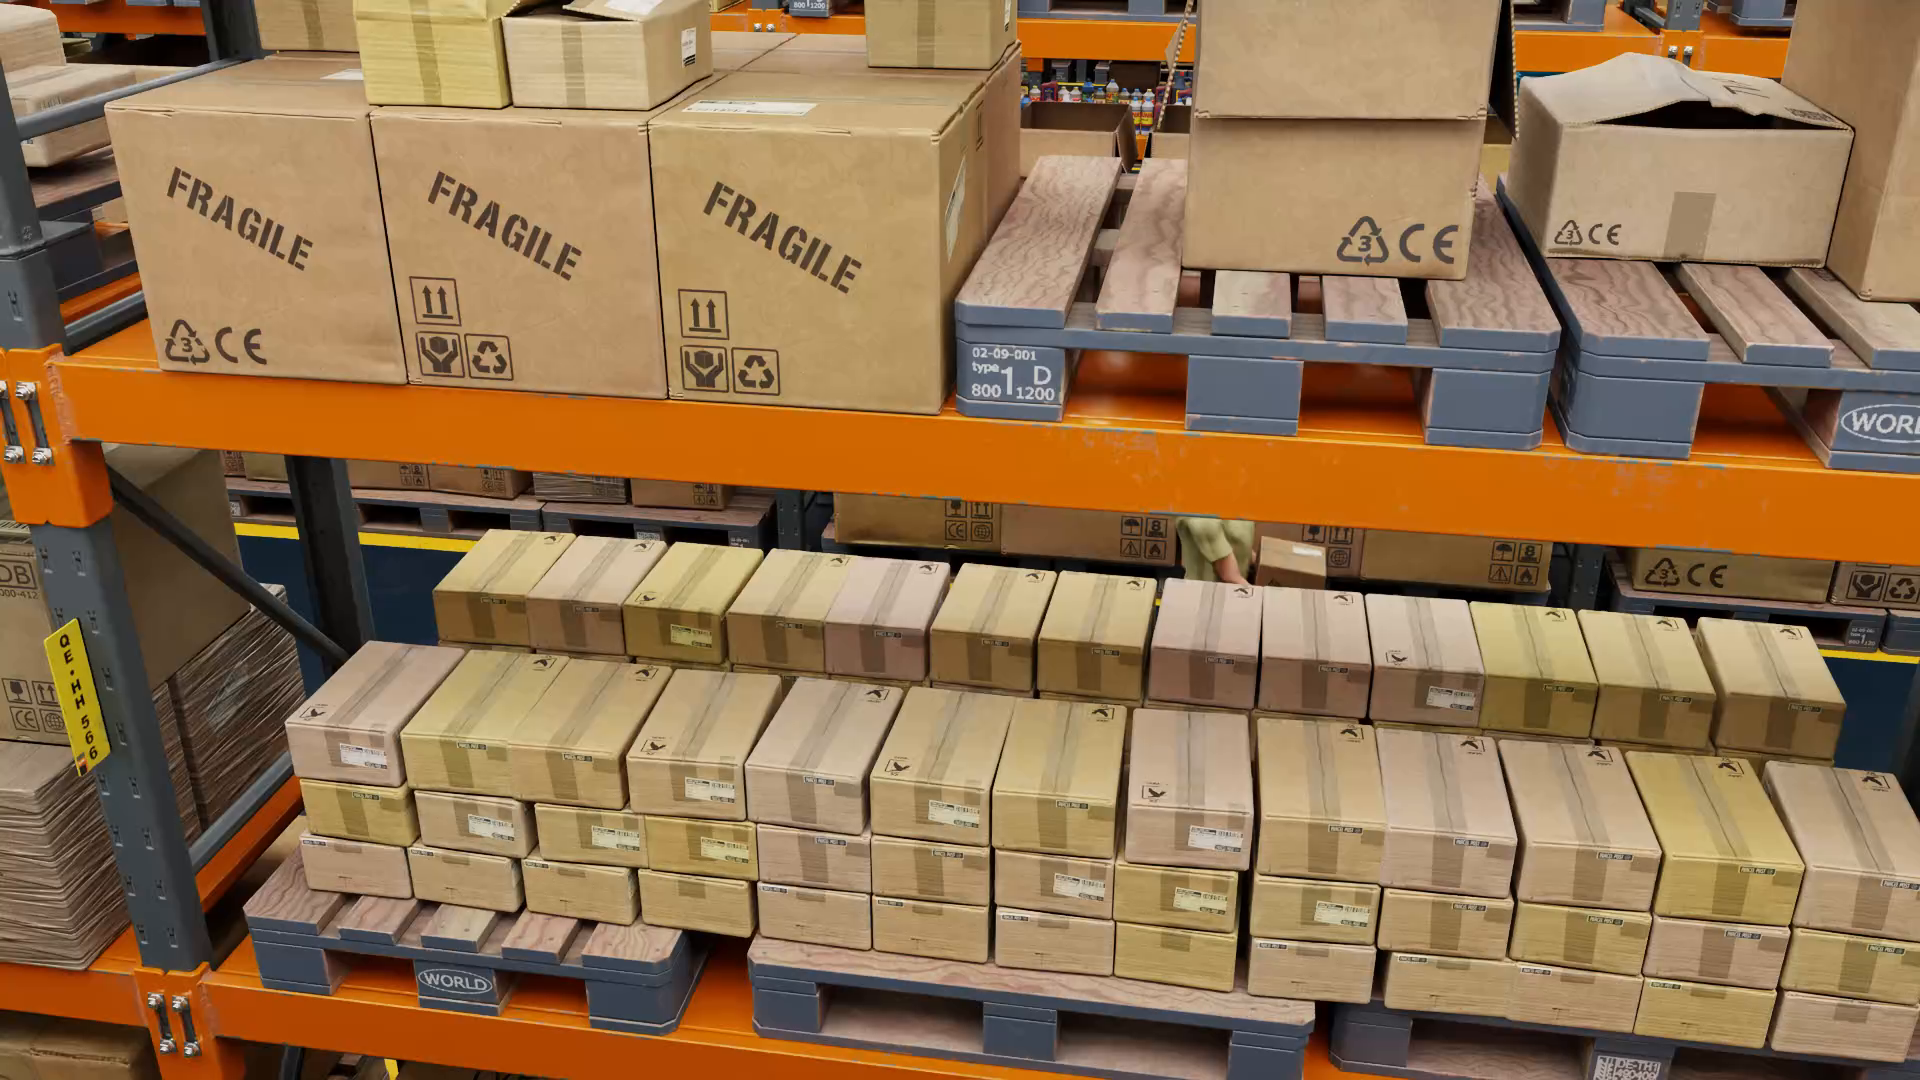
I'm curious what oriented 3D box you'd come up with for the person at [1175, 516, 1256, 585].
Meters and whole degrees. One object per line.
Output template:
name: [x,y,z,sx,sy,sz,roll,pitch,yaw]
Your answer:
person: [1.044,0.319,6.440,0.561,1.662,0.425,5,25,10]
